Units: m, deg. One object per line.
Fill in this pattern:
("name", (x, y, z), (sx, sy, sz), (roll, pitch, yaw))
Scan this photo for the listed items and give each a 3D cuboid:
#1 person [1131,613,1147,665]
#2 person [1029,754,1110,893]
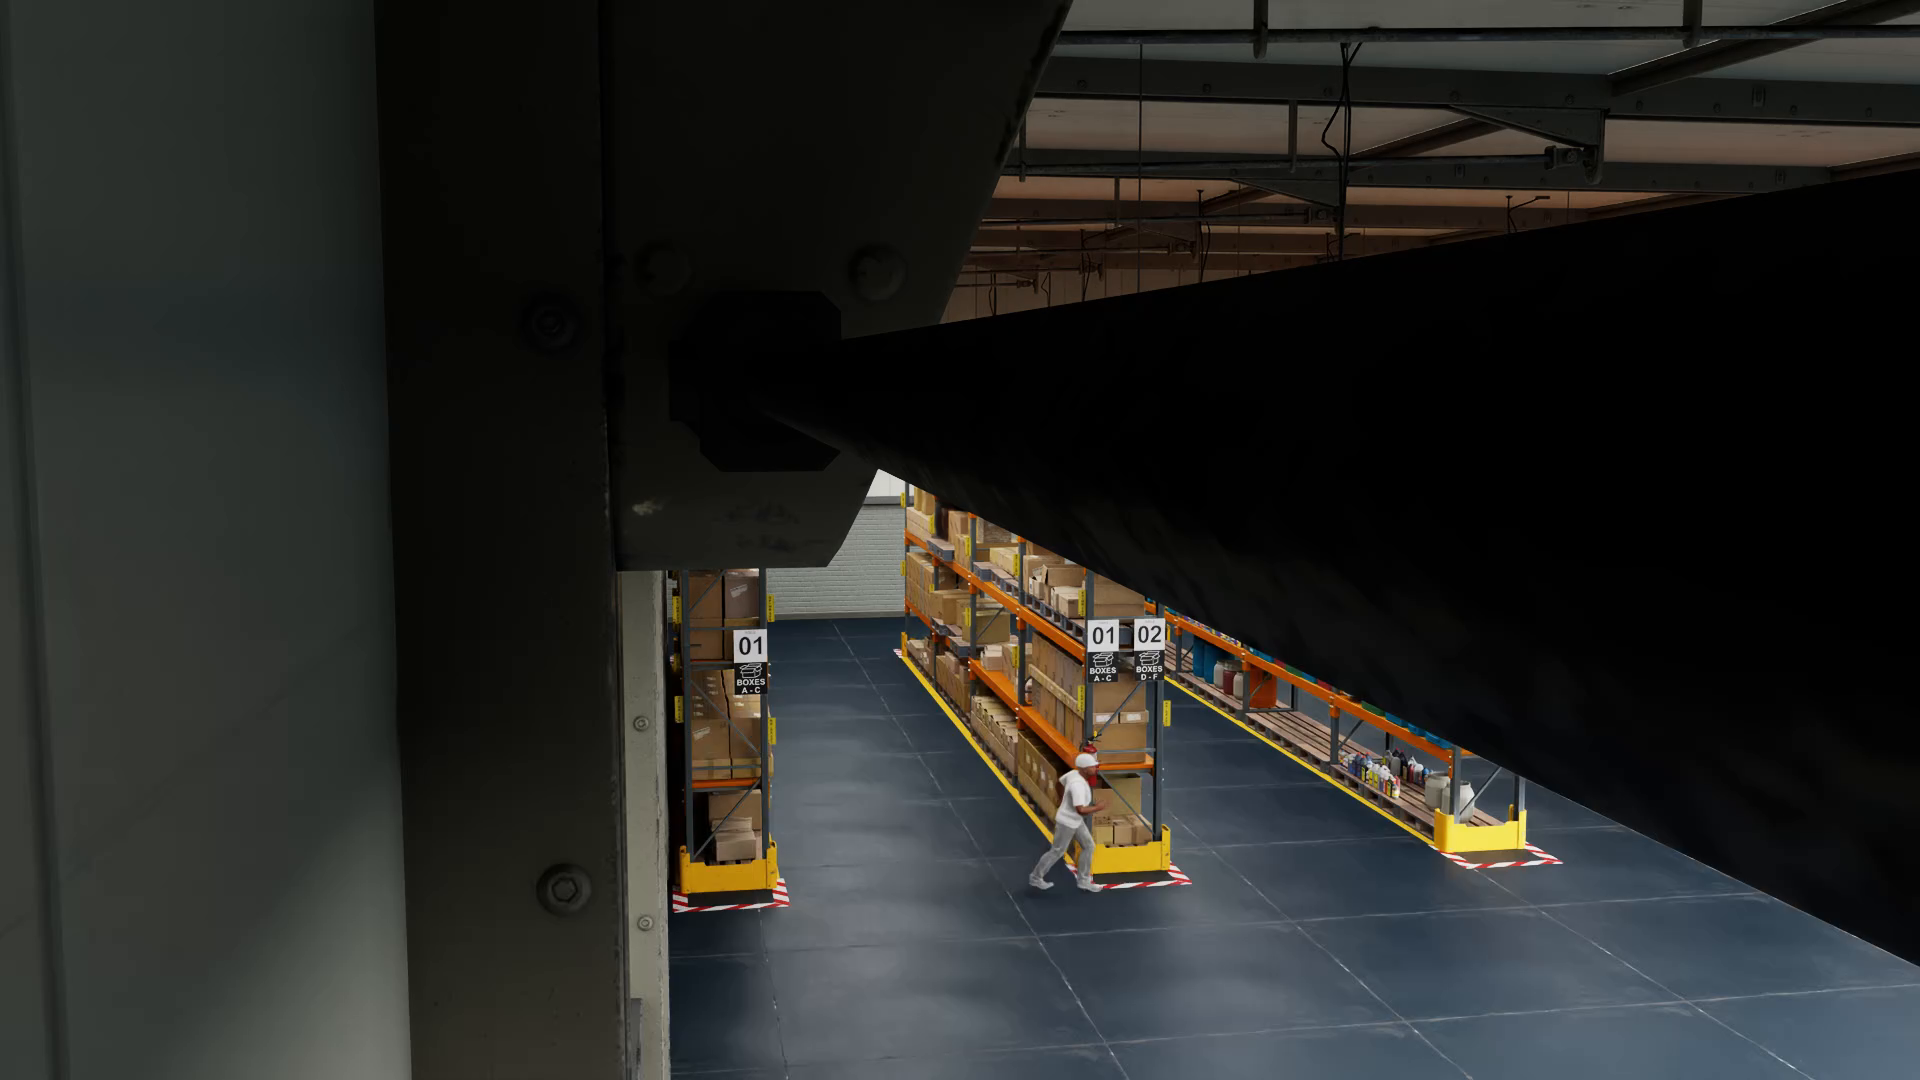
("person", (3.451, 2.203, 31.699), (0.579, 1.680, 0.649), (0, 6, -3))
("person", (1.325, 3.404, 19.969), (0.982, 1.734, 0.715), (1, 6, 12))
